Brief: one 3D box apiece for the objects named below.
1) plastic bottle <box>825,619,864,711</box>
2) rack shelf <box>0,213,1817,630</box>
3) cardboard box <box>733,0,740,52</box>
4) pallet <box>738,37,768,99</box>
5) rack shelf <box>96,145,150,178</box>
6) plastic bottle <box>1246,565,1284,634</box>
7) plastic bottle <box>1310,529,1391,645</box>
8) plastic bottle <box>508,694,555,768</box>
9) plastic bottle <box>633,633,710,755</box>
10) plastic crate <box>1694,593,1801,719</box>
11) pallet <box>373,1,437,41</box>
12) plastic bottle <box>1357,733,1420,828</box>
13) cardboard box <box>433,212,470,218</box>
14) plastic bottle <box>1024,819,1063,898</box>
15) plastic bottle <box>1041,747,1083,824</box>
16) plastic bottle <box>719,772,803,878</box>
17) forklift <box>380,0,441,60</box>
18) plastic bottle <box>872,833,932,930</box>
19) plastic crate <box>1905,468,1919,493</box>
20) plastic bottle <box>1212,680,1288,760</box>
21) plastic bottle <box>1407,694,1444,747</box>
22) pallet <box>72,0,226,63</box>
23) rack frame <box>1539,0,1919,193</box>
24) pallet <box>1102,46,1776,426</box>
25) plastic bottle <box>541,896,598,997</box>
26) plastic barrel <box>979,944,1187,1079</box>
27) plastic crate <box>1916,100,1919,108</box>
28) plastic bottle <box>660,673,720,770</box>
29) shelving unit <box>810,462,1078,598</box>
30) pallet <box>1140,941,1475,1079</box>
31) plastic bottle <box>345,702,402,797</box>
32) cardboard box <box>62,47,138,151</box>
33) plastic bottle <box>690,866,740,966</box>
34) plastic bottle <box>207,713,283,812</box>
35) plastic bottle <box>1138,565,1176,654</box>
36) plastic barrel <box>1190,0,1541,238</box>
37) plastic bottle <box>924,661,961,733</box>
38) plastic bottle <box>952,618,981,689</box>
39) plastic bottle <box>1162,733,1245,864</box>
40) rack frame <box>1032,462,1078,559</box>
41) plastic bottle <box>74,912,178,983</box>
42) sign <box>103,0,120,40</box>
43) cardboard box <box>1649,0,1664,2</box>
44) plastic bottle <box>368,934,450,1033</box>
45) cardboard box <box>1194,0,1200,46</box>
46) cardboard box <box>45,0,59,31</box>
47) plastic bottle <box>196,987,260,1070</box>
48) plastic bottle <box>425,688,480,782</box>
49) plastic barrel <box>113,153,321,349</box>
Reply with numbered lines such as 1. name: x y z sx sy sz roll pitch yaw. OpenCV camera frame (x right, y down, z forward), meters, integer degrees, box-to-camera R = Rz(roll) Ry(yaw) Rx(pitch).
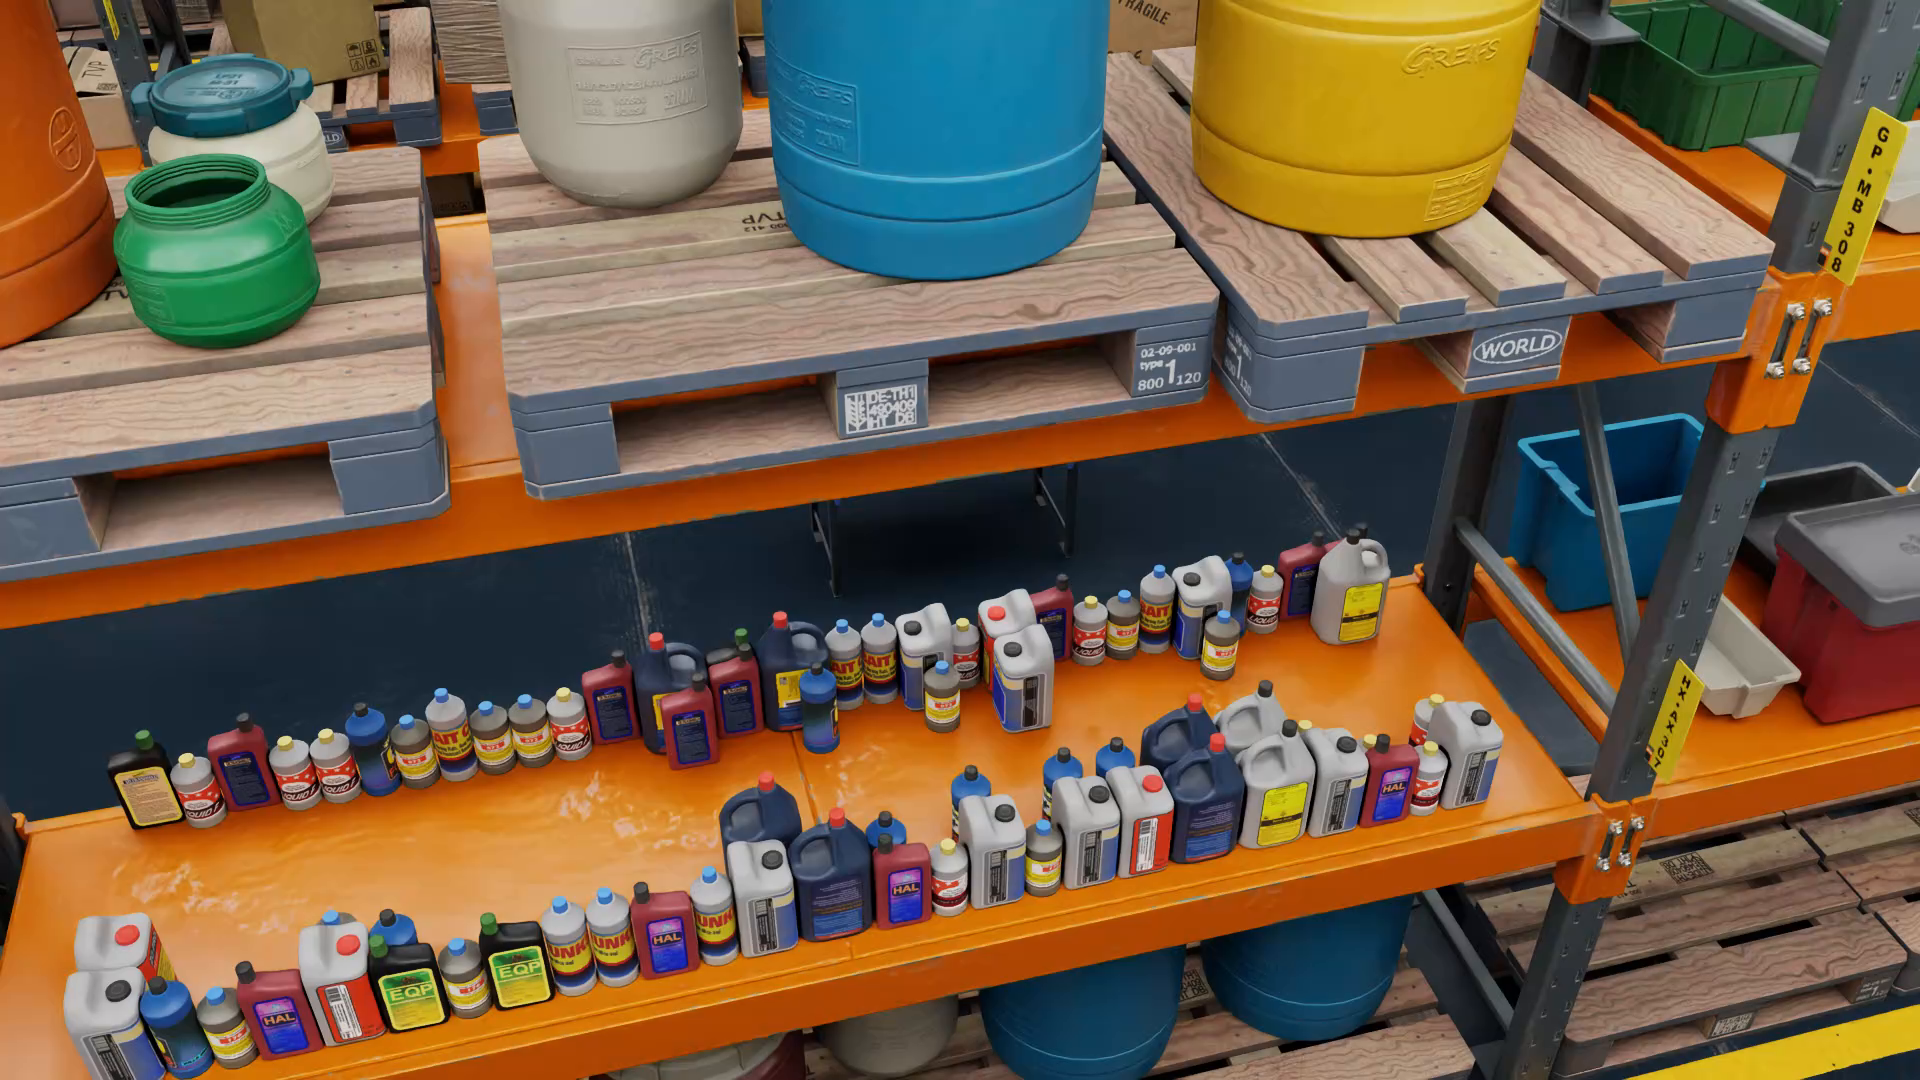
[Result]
1. plastic bottle: -0.311 0.326 4.461 0.097 0.271 0.097 0 37 0
2. rack shelf: -0.364 -0.365 3.381 4.000 0.370 1.077 -9 38 -12
3. cardboard box: -1.411 -2.572 7.716 0.500 0.500 0.700 -19 41 -23
4. pallet: -0.521 -2.543 8.264 1.213 0.211 1.003 -9 38 -12
5. rack shelf: -5.514 -1.446 7.263 4.000 0.370 1.077 -9 38 -12
6. plastic bottle: 0.866 0.161 4.734 0.097 0.201 0.097 0 37 0
7. plastic bottle: 1.103 0.116 4.671 0.185 0.351 0.144 -9 38 -12
8. plastic bottle: -1.113 0.486 4.310 0.097 0.201 0.097 0 37 0
9. plastic bottle: -0.748 0.381 4.324 0.185 0.351 0.144 -9 38 -12
10. plastic crate: 2.053 0.315 4.537 0.243 0.136 0.396 -9 38 -12
11. pallet: -4.097 -3.927 12.209 1.213 0.211 1.003 -9 38 -12
12. plastic bottle: 1.059 0.586 4.111 0.133 0.283 0.061 -9 38 -12
13. cardboard box: -2.741 -1.516 8.458 0.500 0.500 0.500 -8 38 -10
14. plastic bottle: 0.196 0.748 3.966 0.097 0.201 0.097 0 37 0
15. plastic bottle: 0.250 0.616 4.082 0.097 0.271 0.097 0 37 0
16. plastic bottle: -0.469 0.688 3.923 0.185 0.351 0.144 -9 38 -12
17. forklift: -2.919 -4.053 10.135 1.130 2.935 3.031 -31 47 -34
18. plastic bottle: -0.134 0.782 3.855 0.133 0.283 0.061 -9 38 -12
19. plastic crate: 3.169 -0.147 5.141 0.466 0.136 0.293 -9 38 -12
20. plastic bottle: 0.727 0.497 4.173 0.185 0.351 0.144 -9 38 -12
21. plastic bottle: 1.220 0.485 4.311 0.097 0.201 0.097 0 37 0
22. pallet: -5.633 -3.723 11.943 1.213 0.211 1.003 -9 38 -12
23. rack frame: 1.567 -2.159 2.666 0.127 3.000 1.000 -9 38 -12
24. pallet: 0.835 -0.711 3.397 1.003 0.211 1.213 -9 38 -12
25. plastic bottle: -0.876 0.897 3.715 0.097 0.271 0.097 0 37 0
26. plastic barrel: 0.353 1.079 4.752 0.708 0.901 0.600 -9 38 -12
27. plastic crate: 2.362 -1.232 4.061 0.300 0.233 0.416 -9 38 -12
28. plastic bottle: -0.696 0.464 4.271 0.133 0.283 0.061 -9 38 -12
29. shelving unit: -0.082 -0.582 6.777 1.048 1.500 0.538 -9 38 -12
30. pallet: 0.811 1.429 5.208 1.213 0.211 1.003 -9 38 -12
31. plastic bottle: -1.489 0.519 4.208 0.097 0.271 0.097 0 37 0
32. cardboard box: -3.945 -1.981 7.444 0.500 0.311 0.500 -7 38 -9
33. plastic bottle: -0.559 0.845 3.783 0.097 0.271 0.097 0 37 0
34. plastic bottle: -1.793 0.553 4.154 0.133 0.283 0.061 -9 38 -12
35. plastic bottle: 0.548 0.185 4.645 0.097 0.271 0.097 0 37 0
36. plastic barrel: 0.738 -0.945 3.048 0.600 0.588 0.600 0 37 0
37. plastic bottle: -0.047 0.406 4.413 0.097 0.201 0.097 0 37 0
38. plastic bottle: 0.007 0.302 4.550 0.097 0.201 0.097 0 37 0
39. plastic bottle: 0.586 0.610 4.024 0.185 0.351 0.144 -9 38 -12
40. rack frame: 0.408 -0.663 6.882 0.032 1.500 0.500 -9 38 -12
41. plastic bottle: -1.833 0.939 3.656 0.135 0.276 0.152 -9 38 -12
42. sign: -3.435 -2.183 6.682 0.005 0.325 0.100 -9 38 -12
43. cardboard box: 3.779 -3.125 8.784 0.500 0.500 0.500 -8 38 -11
44. plastic bottle: -1.205 0.957 3.626 0.133 0.283 0.061 -9 38 -12
45. cardboard box: 1.335 -2.726 8.262 0.500 0.500 0.500 -9 38 -11
46. cardboard box: -6.559 -3.882 11.551 0.500 0.500 0.700 -10 38 -12
47. plastic bottle: -1.580 1.040 3.585 0.097 0.201 0.097 0 37 0
48. plastic bottle: -1.301 0.489 4.248 0.097 0.271 0.097 0 37 0
49. plastic barrel: -1.212 -0.472 2.711 0.294 0.245 0.294 0 37 0
